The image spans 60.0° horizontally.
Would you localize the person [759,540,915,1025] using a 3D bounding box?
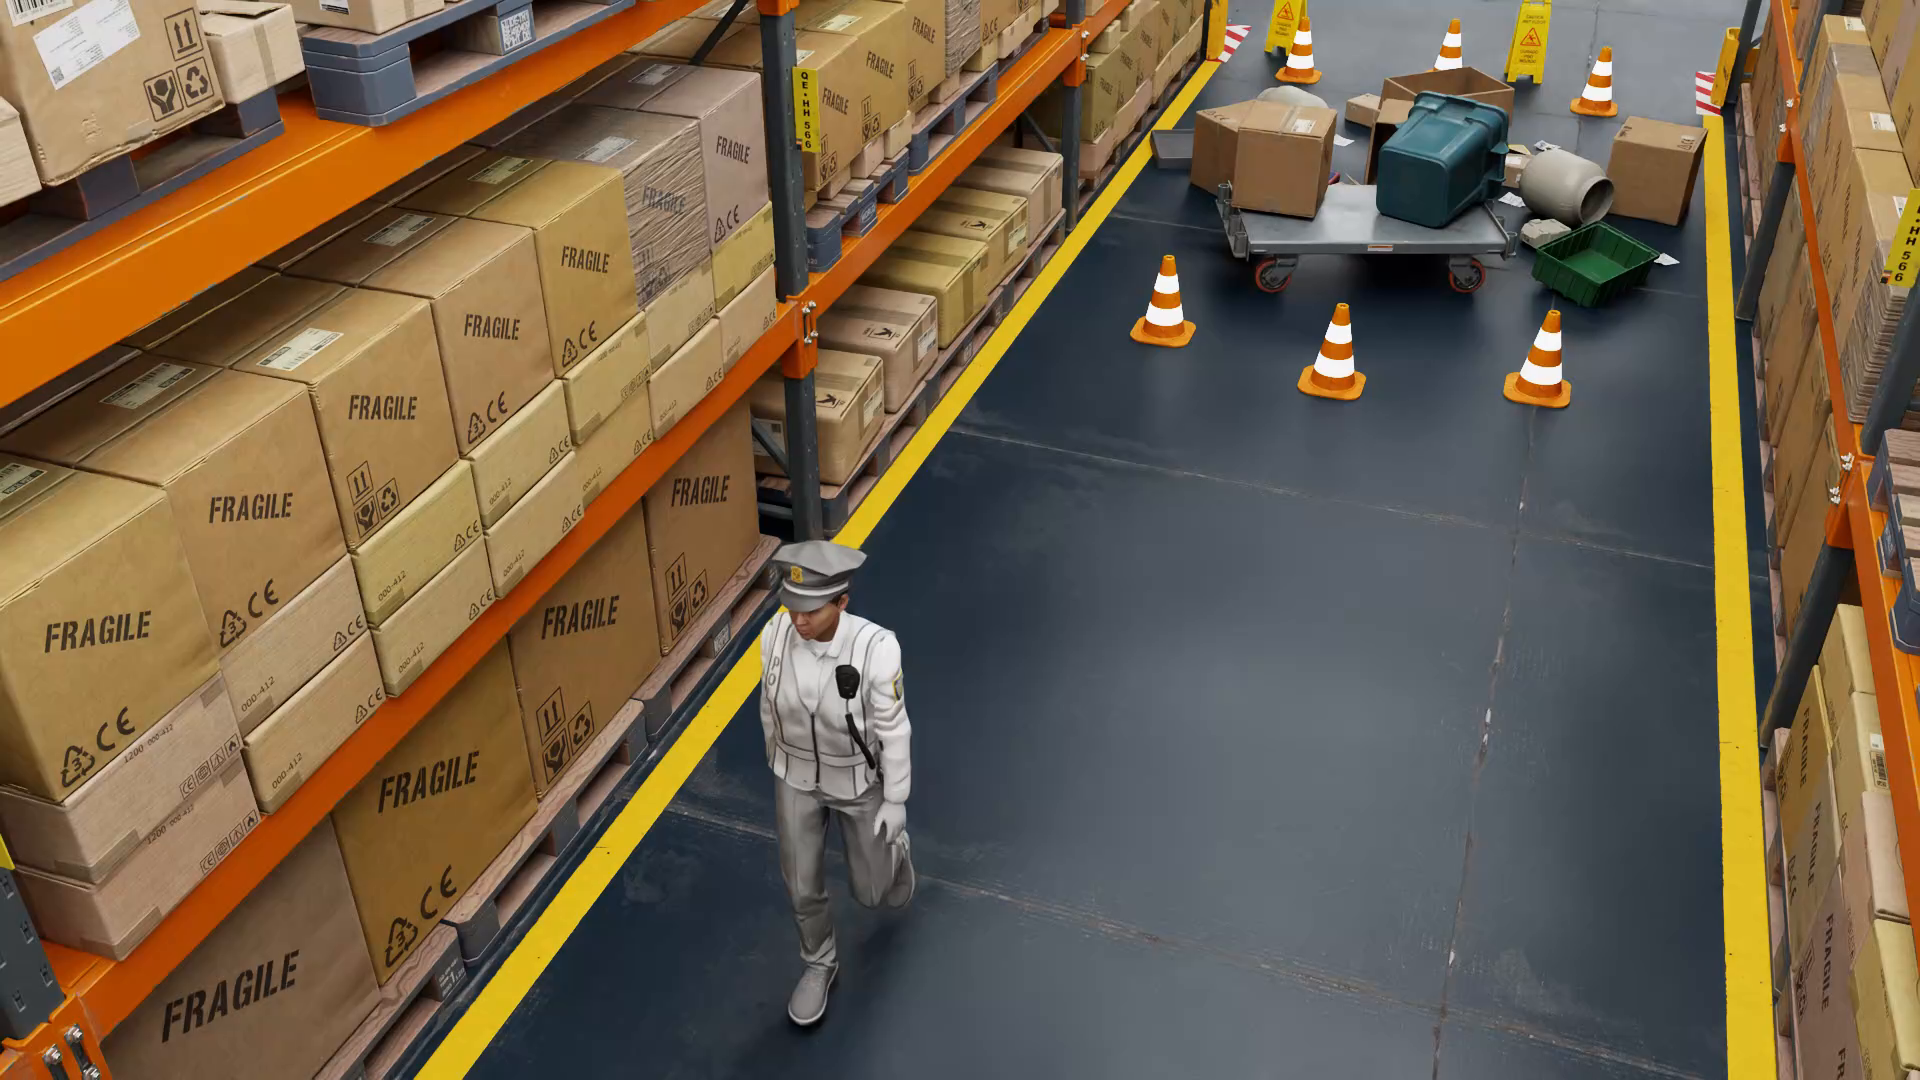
[{"bbox_3d":[-0.367,0.688,5.047,0.492,1.660,0.641,8,34,12],"label":"person"}]
